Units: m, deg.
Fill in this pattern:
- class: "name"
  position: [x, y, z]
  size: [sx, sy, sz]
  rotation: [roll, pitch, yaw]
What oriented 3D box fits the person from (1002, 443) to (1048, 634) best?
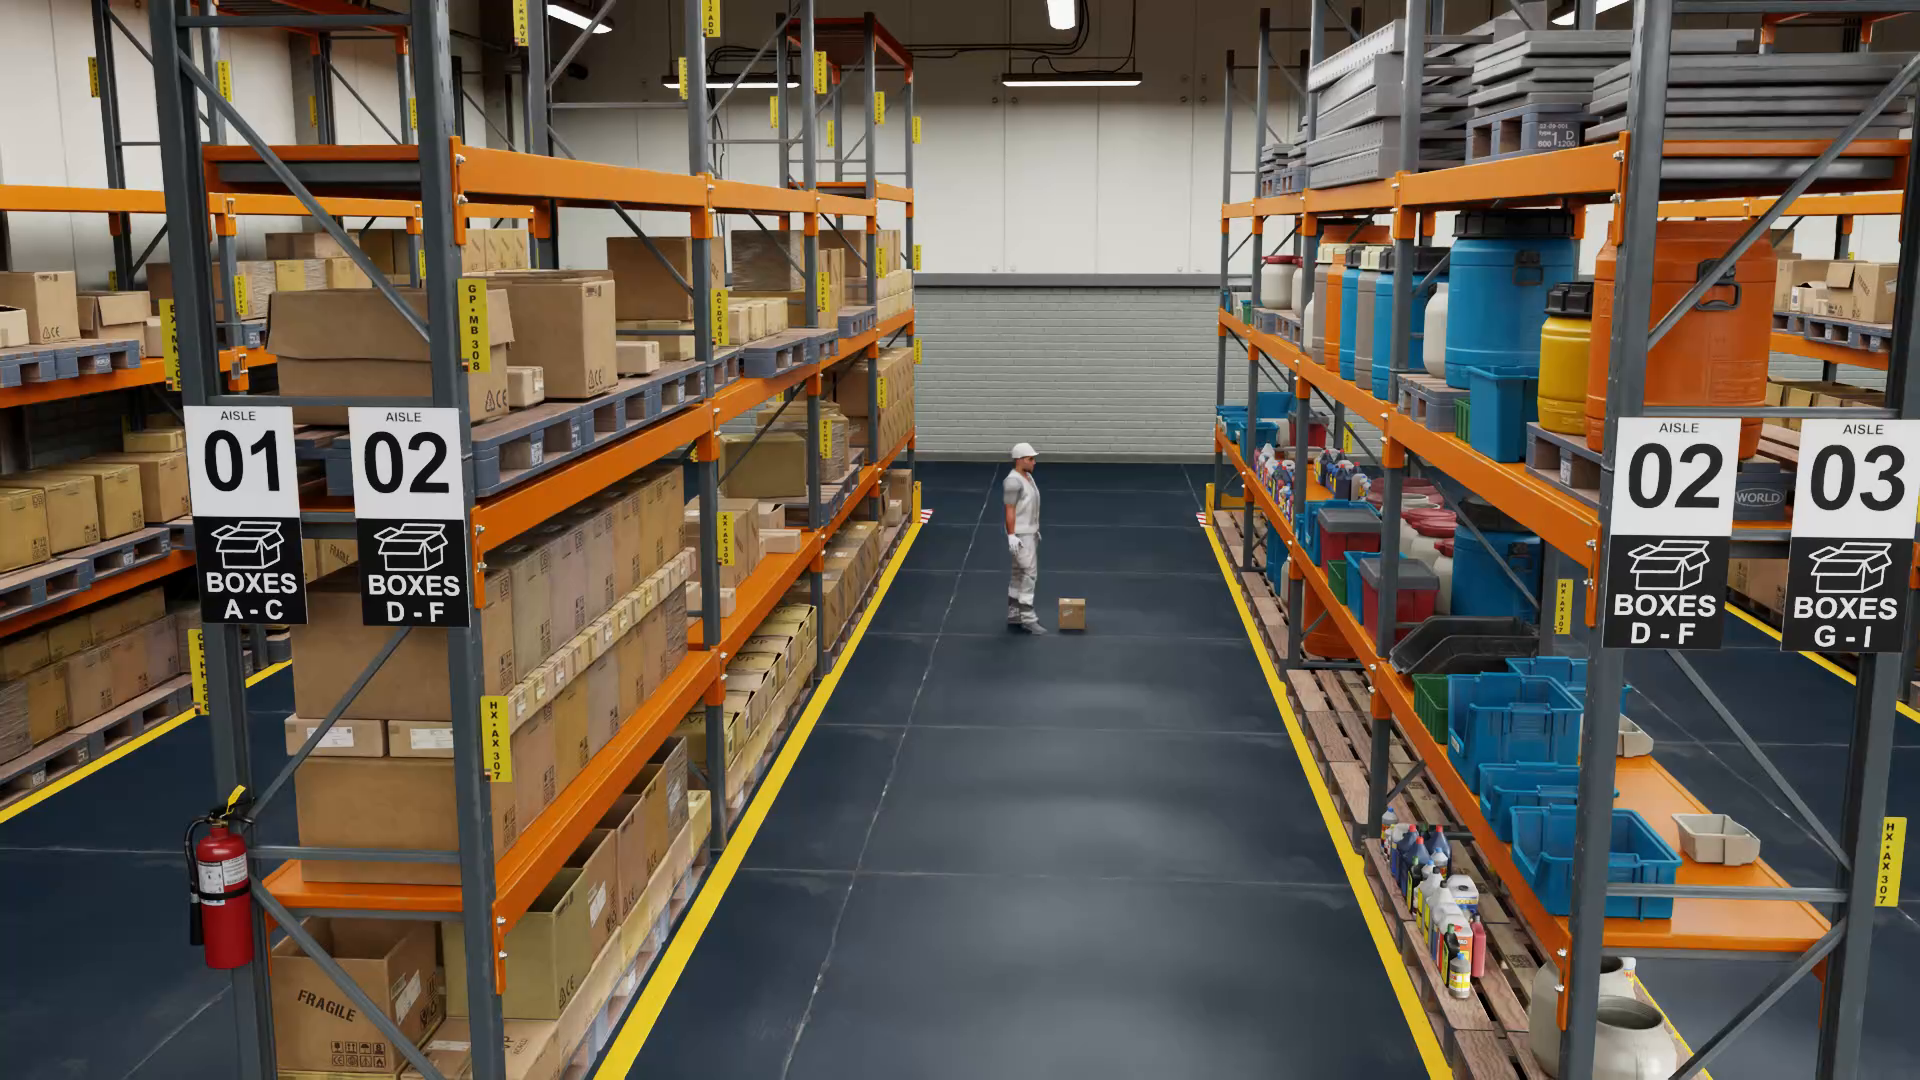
- class: "person"
  position: [0.672, -0.035, 16.039]
  size: [0.483, 1.804, 0.577]
  rotation: [3, 11, 16]
